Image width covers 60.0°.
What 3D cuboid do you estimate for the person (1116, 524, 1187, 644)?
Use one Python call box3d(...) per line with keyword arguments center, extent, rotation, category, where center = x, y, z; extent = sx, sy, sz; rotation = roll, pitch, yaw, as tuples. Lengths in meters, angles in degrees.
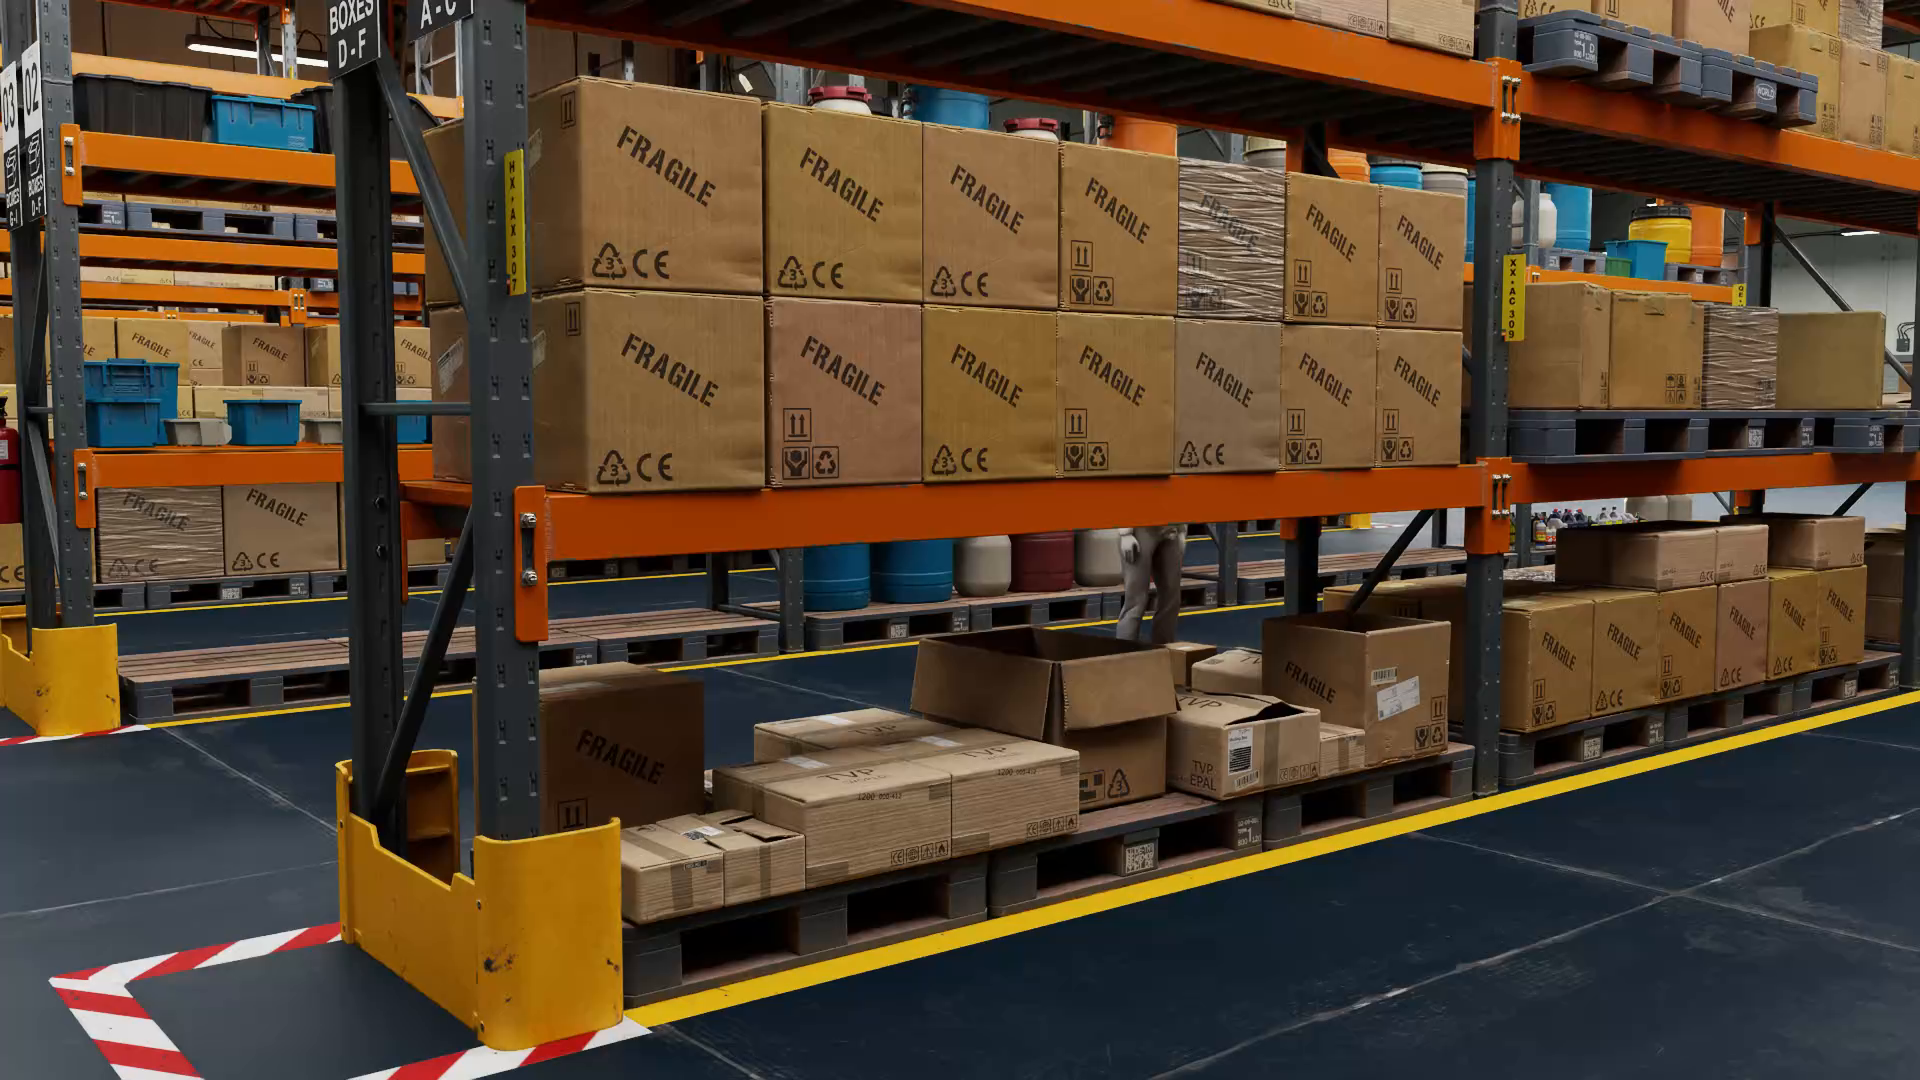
box3d(center=(1.058, -0.023, 9.031), extent=(0.536, 1.662, 0.415), rotation=(-4, 6, -42), category="person")
